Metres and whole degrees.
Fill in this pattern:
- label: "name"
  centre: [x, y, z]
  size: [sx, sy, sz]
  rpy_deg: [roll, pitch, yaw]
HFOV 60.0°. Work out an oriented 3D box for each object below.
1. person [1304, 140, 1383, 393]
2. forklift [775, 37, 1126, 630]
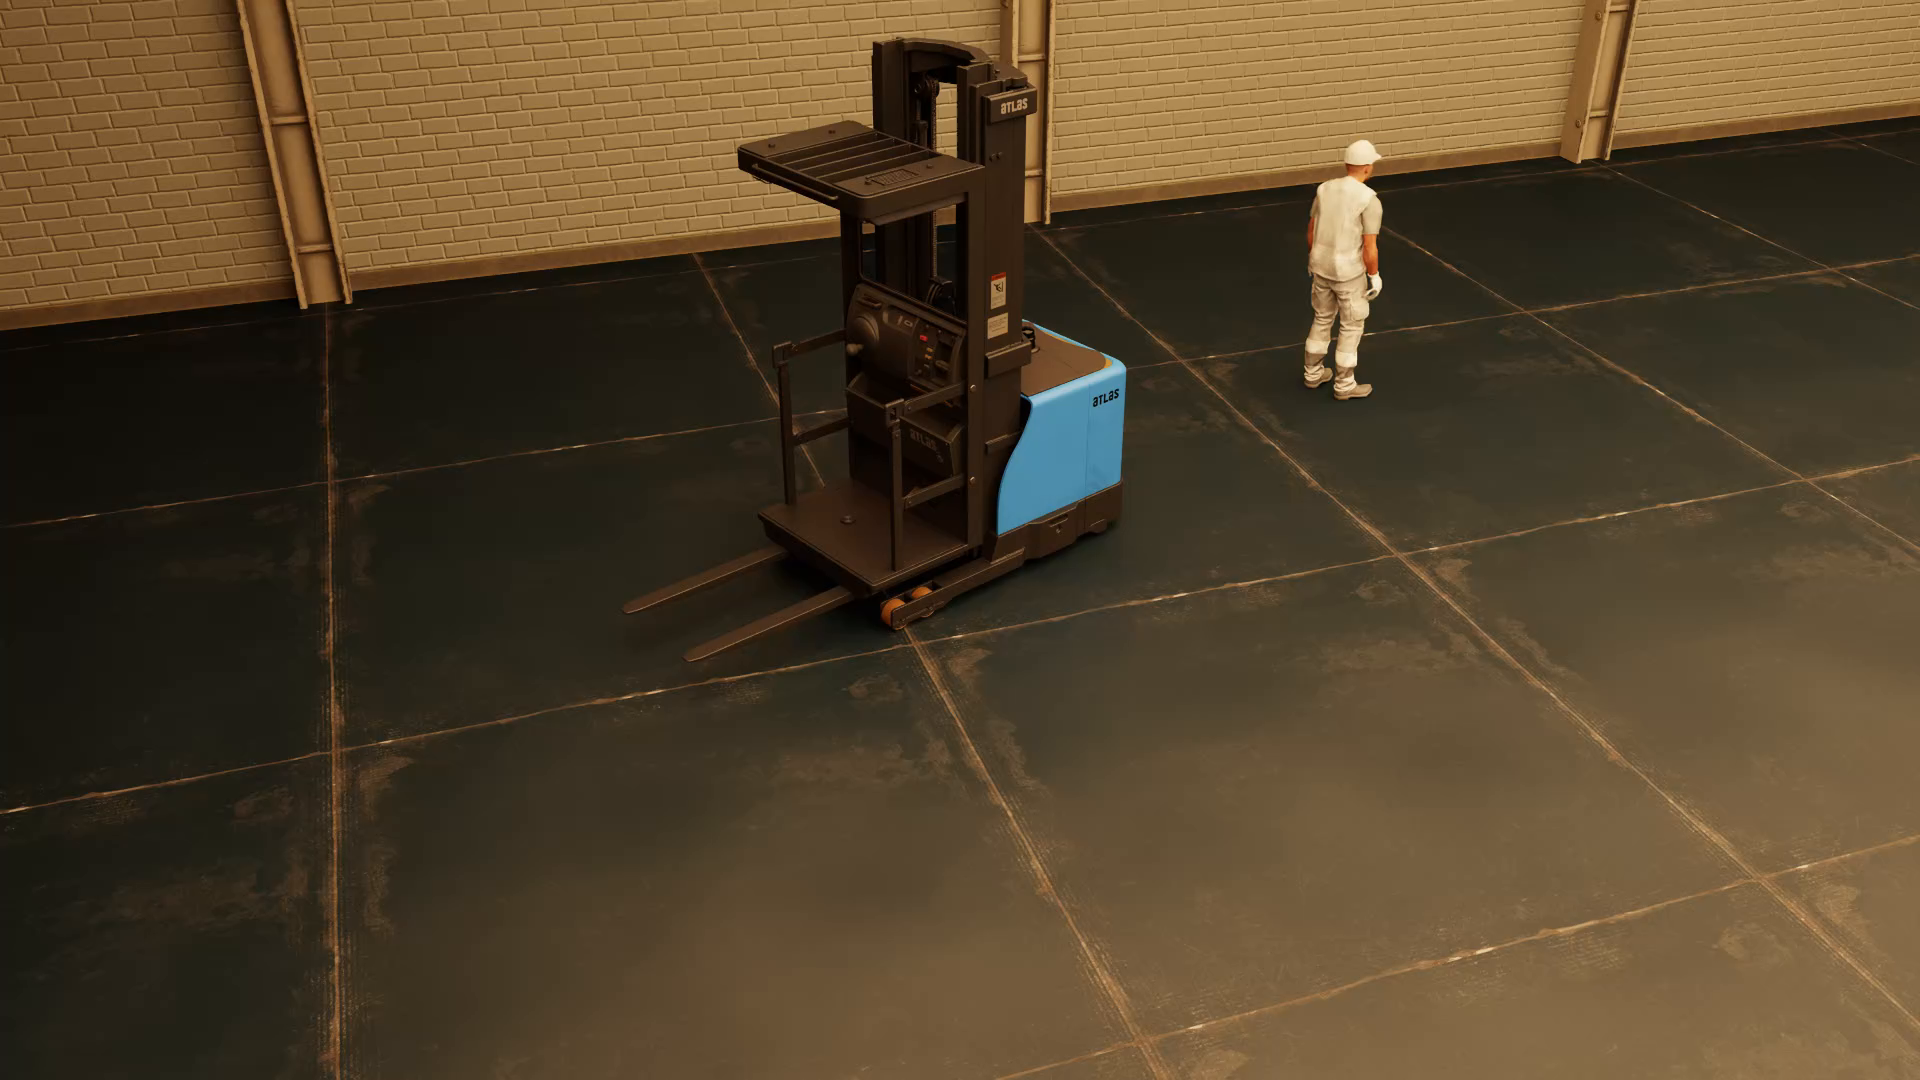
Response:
- label: "person"
  centre: [2.651, -1.886, 11.466]
  size: [0.454, 1.721, 0.609]
  rpy_deg: [-22, 36, -33]
- label: "forklift"
  centre: [-0.461, -1.072, 8.951]
  size: [3.031, 2.935, 1.130]
  rpy_deg: [-23, 37, -34]
